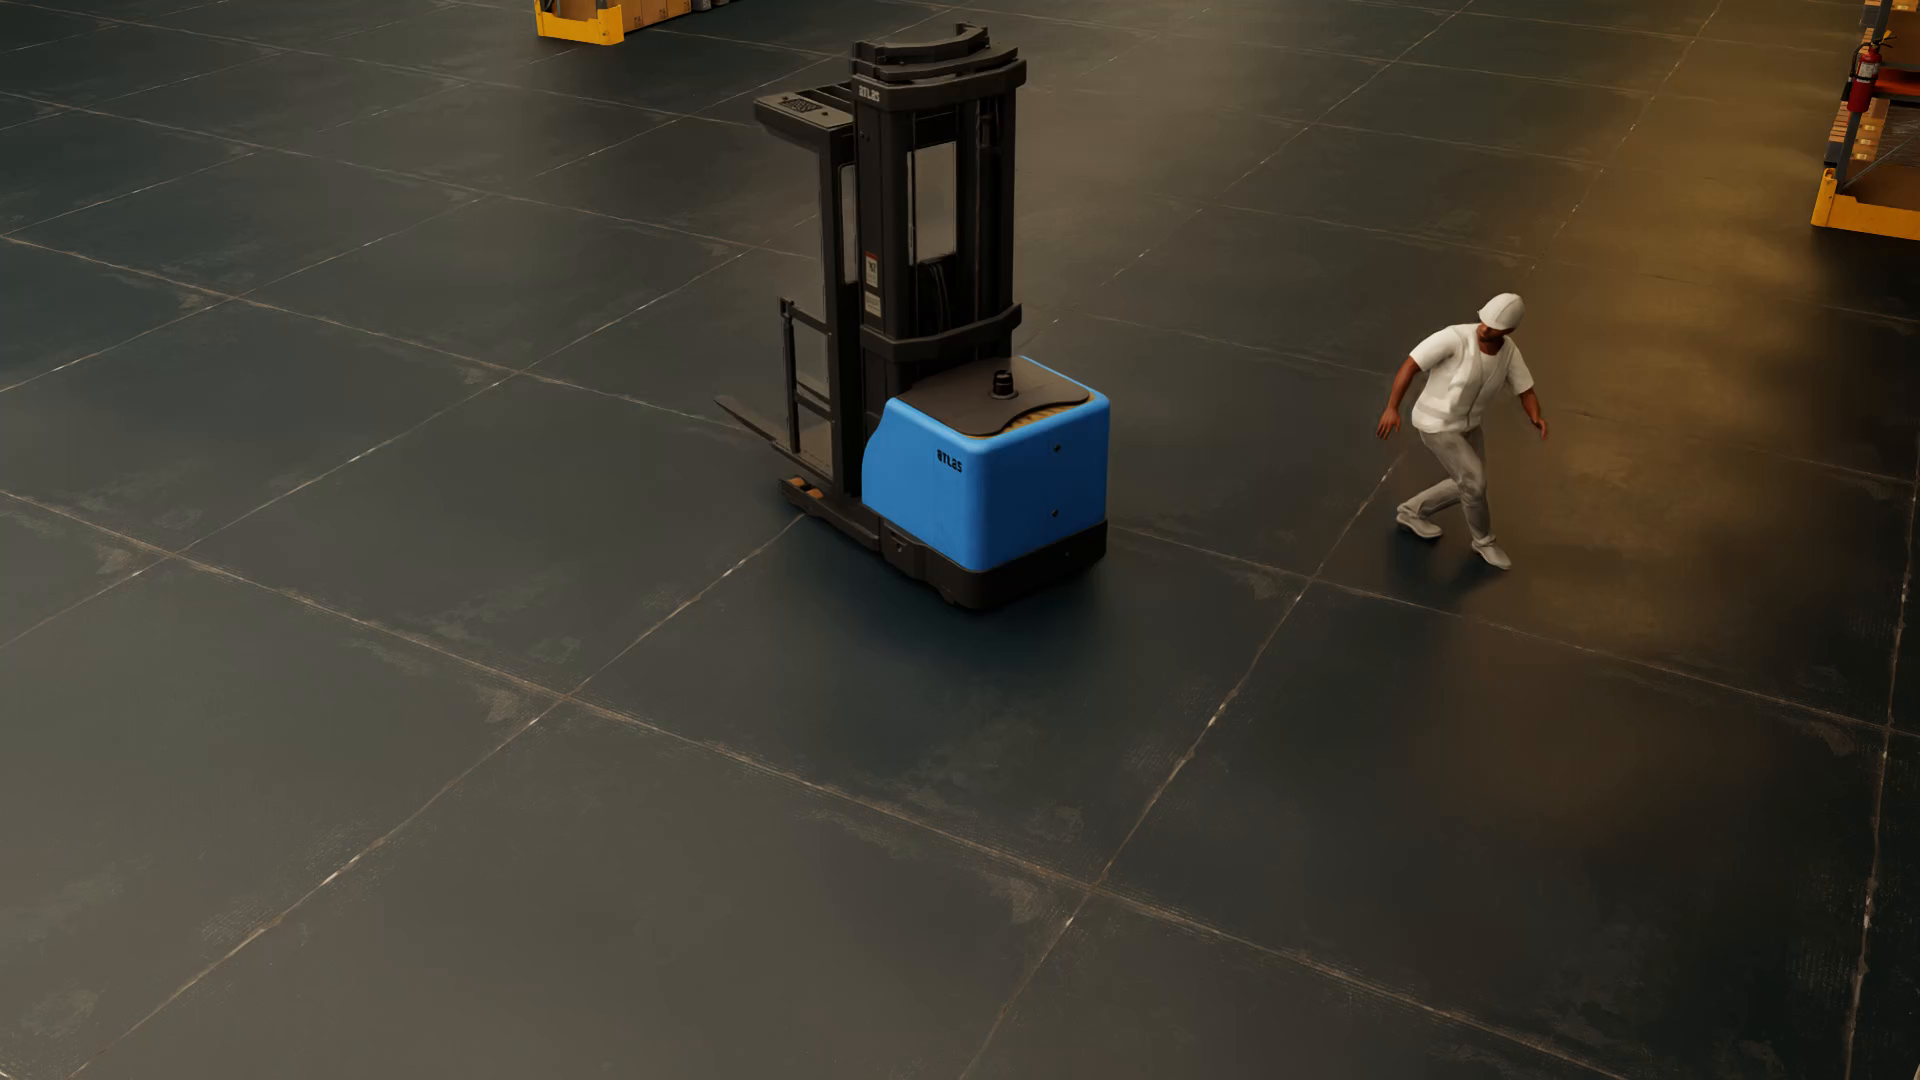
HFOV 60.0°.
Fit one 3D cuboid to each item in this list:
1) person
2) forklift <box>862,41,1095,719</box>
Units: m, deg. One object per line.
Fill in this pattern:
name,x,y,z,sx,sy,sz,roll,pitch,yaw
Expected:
person,3.249,-0.753,9.542,0.552,1.771,0.382,-5,30,-8
forklift,0.065,-0.982,8.772,1.130,2.935,3.031,-3,30,-5
